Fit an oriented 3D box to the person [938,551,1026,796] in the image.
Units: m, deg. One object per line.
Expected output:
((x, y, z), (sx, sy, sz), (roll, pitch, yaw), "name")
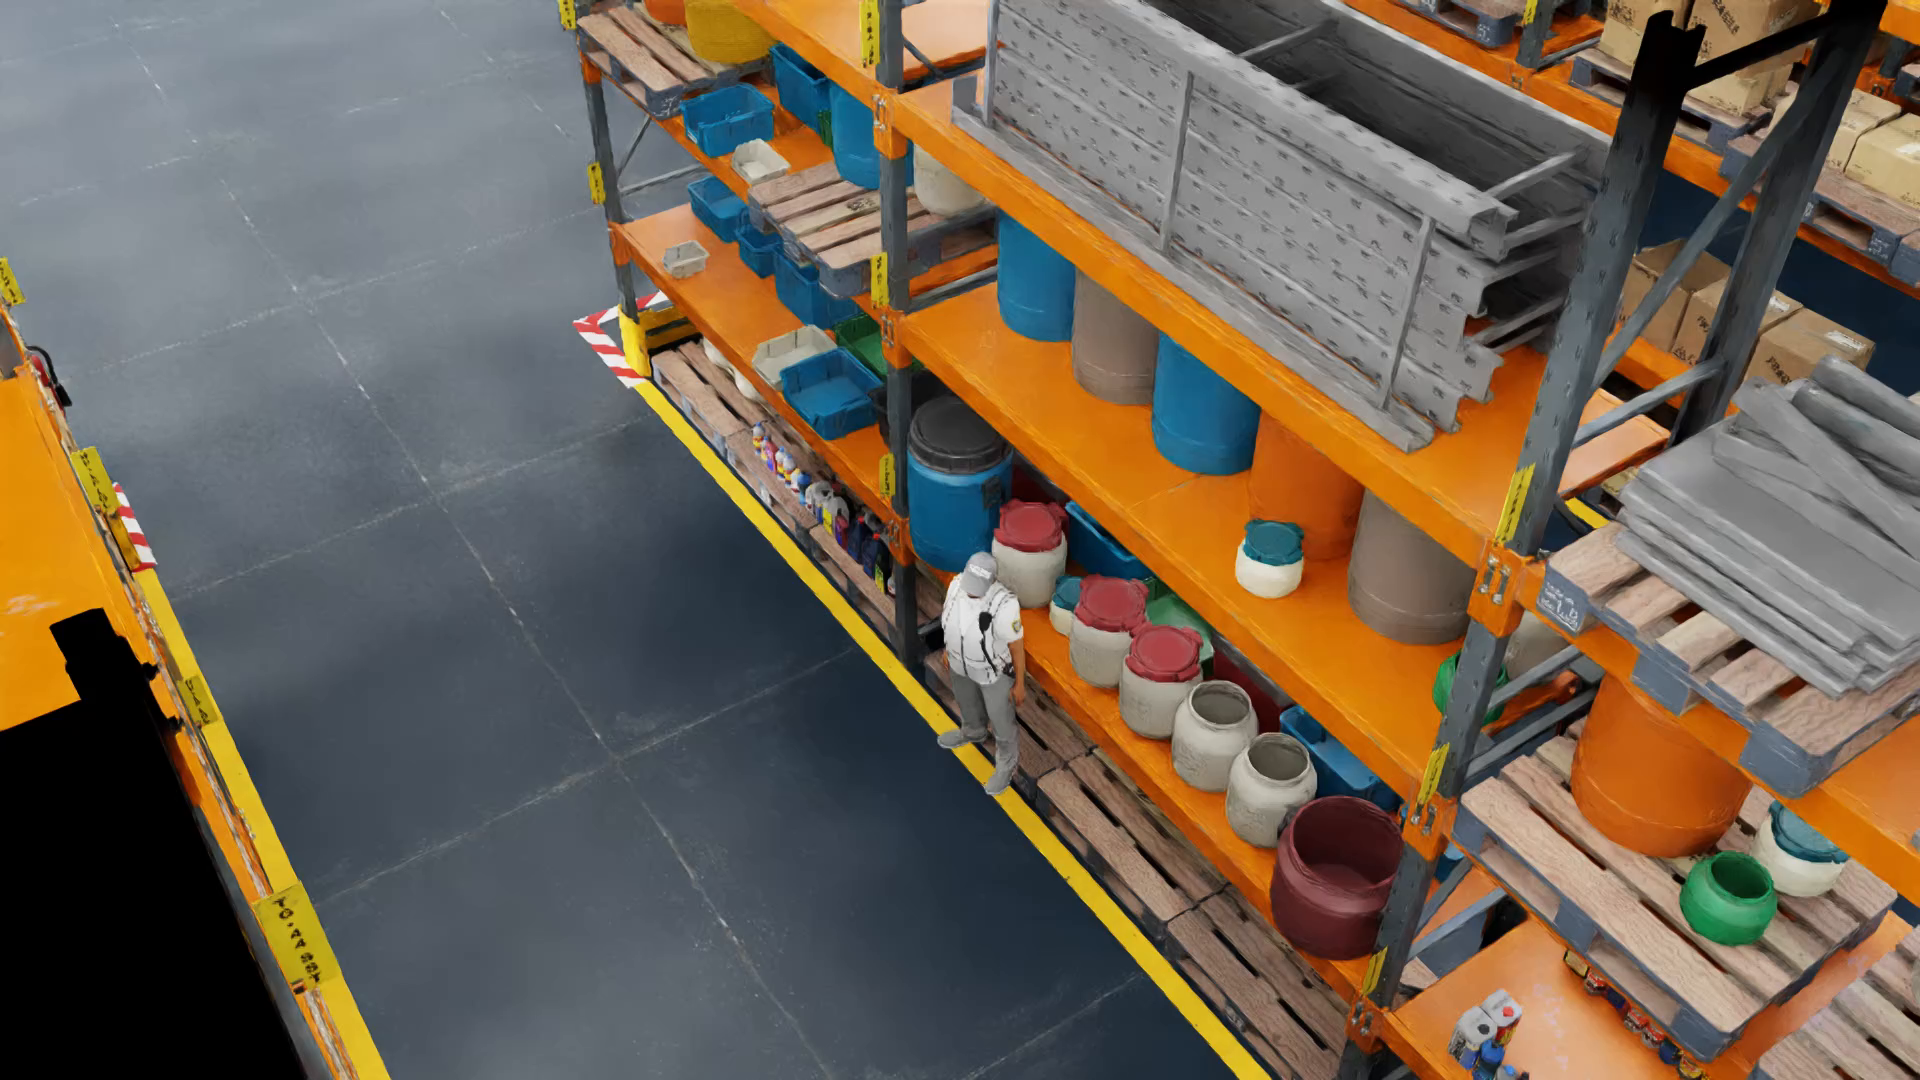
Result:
((0.130, 0.699, 9.344), (0.608, 1.667, 0.399), (27, 49, 26), "person")
